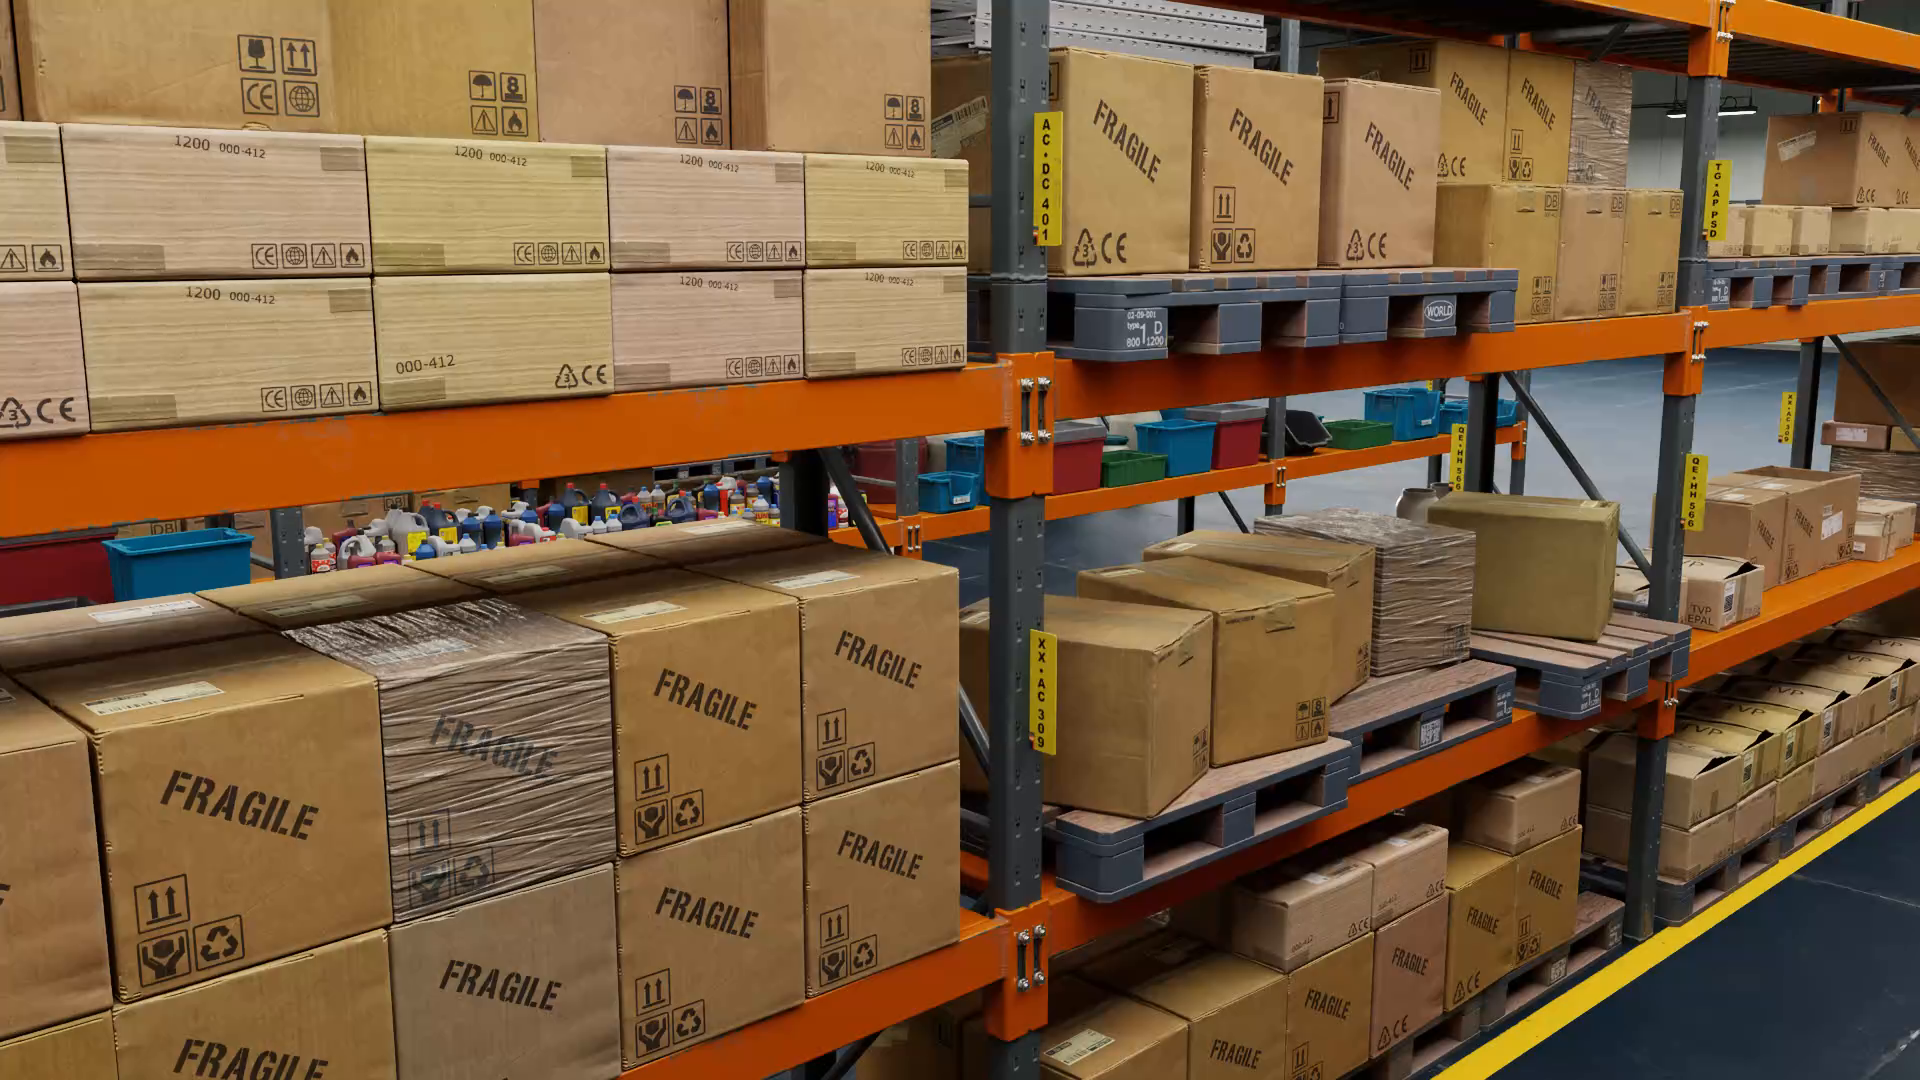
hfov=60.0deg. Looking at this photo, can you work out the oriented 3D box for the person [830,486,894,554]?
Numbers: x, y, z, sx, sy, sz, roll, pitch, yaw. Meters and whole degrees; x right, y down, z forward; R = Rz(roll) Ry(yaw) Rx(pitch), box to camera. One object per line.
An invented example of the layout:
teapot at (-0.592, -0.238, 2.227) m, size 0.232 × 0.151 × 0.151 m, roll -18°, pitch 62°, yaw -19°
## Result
person at (-0.818, 0.068, 14.090) m, size 0.518 × 1.020 × 0.851 m, roll -10°, pitch 14°, yaw -43°
